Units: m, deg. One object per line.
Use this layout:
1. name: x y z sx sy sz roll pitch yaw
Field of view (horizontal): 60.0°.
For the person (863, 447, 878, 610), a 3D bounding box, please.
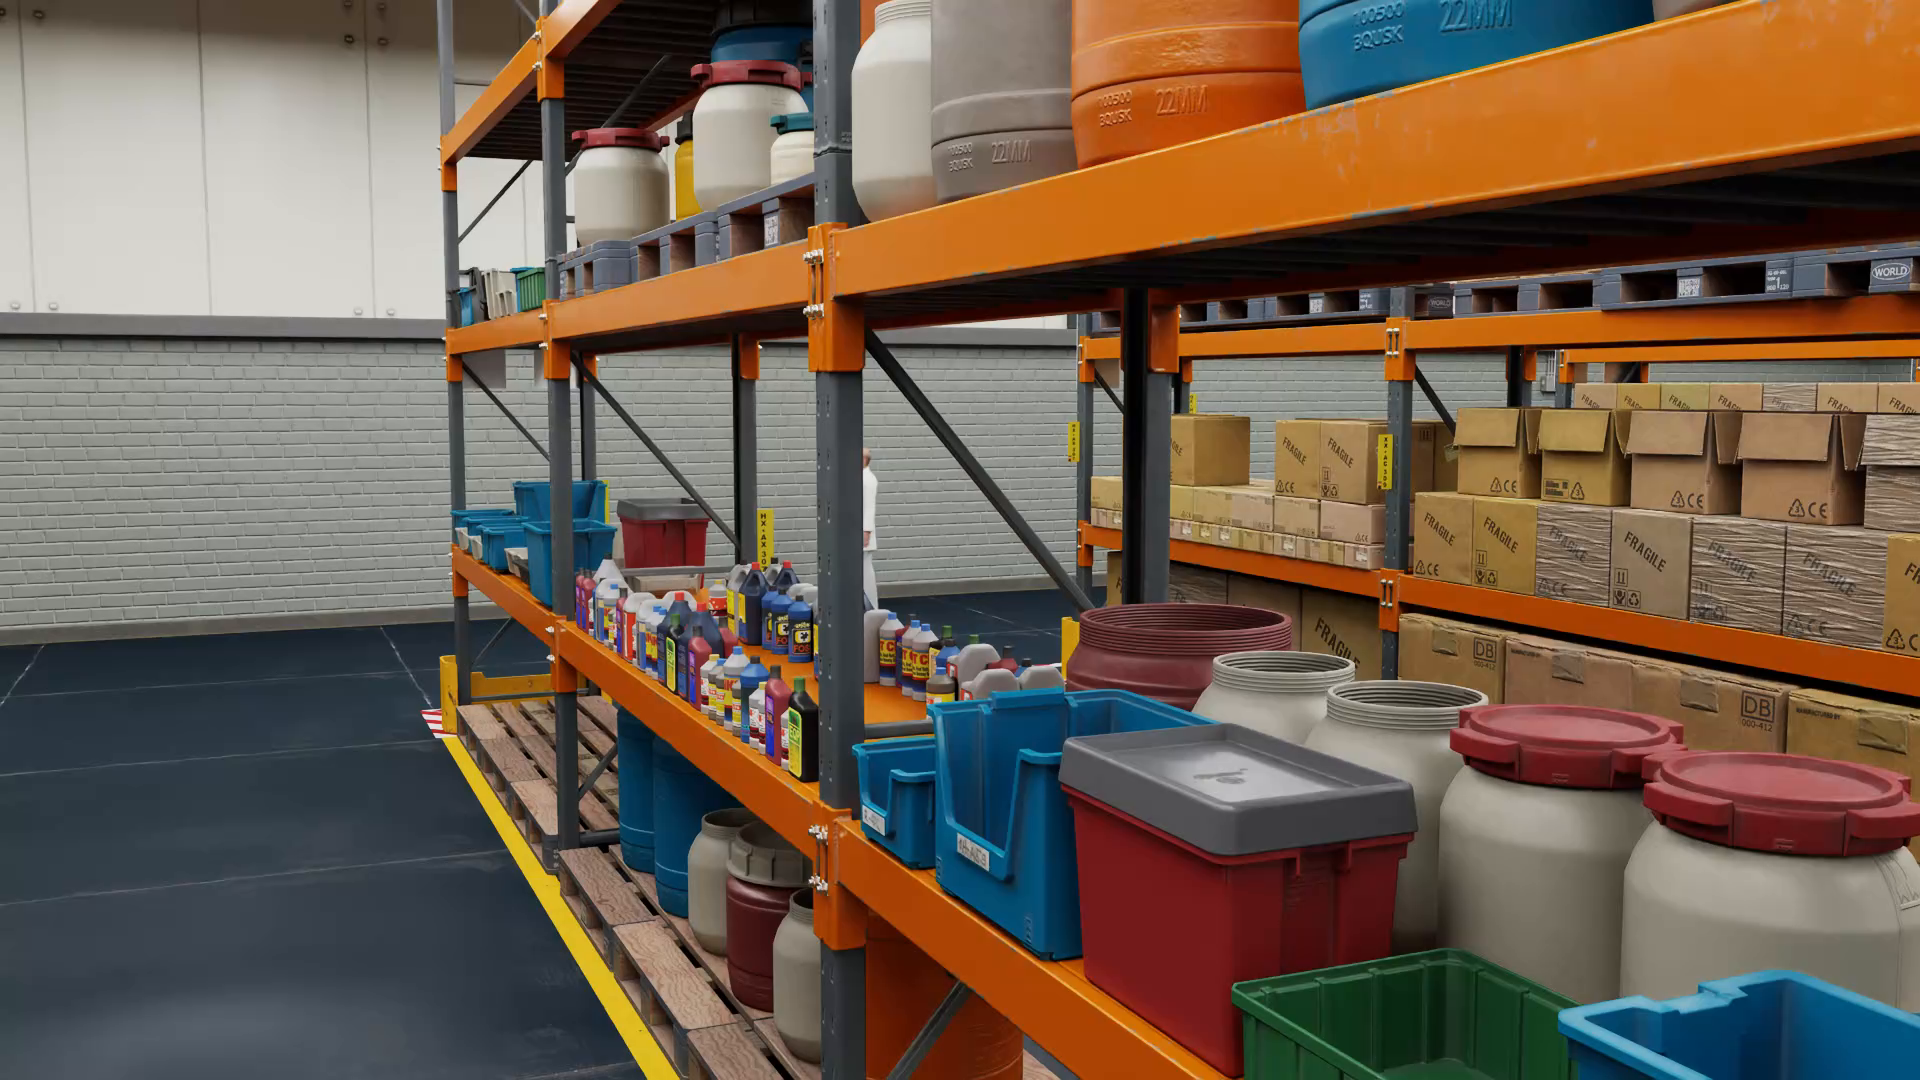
1. person: -1.143 -0.108 17.789 0.471 1.776 0.617 -2 6 -18
